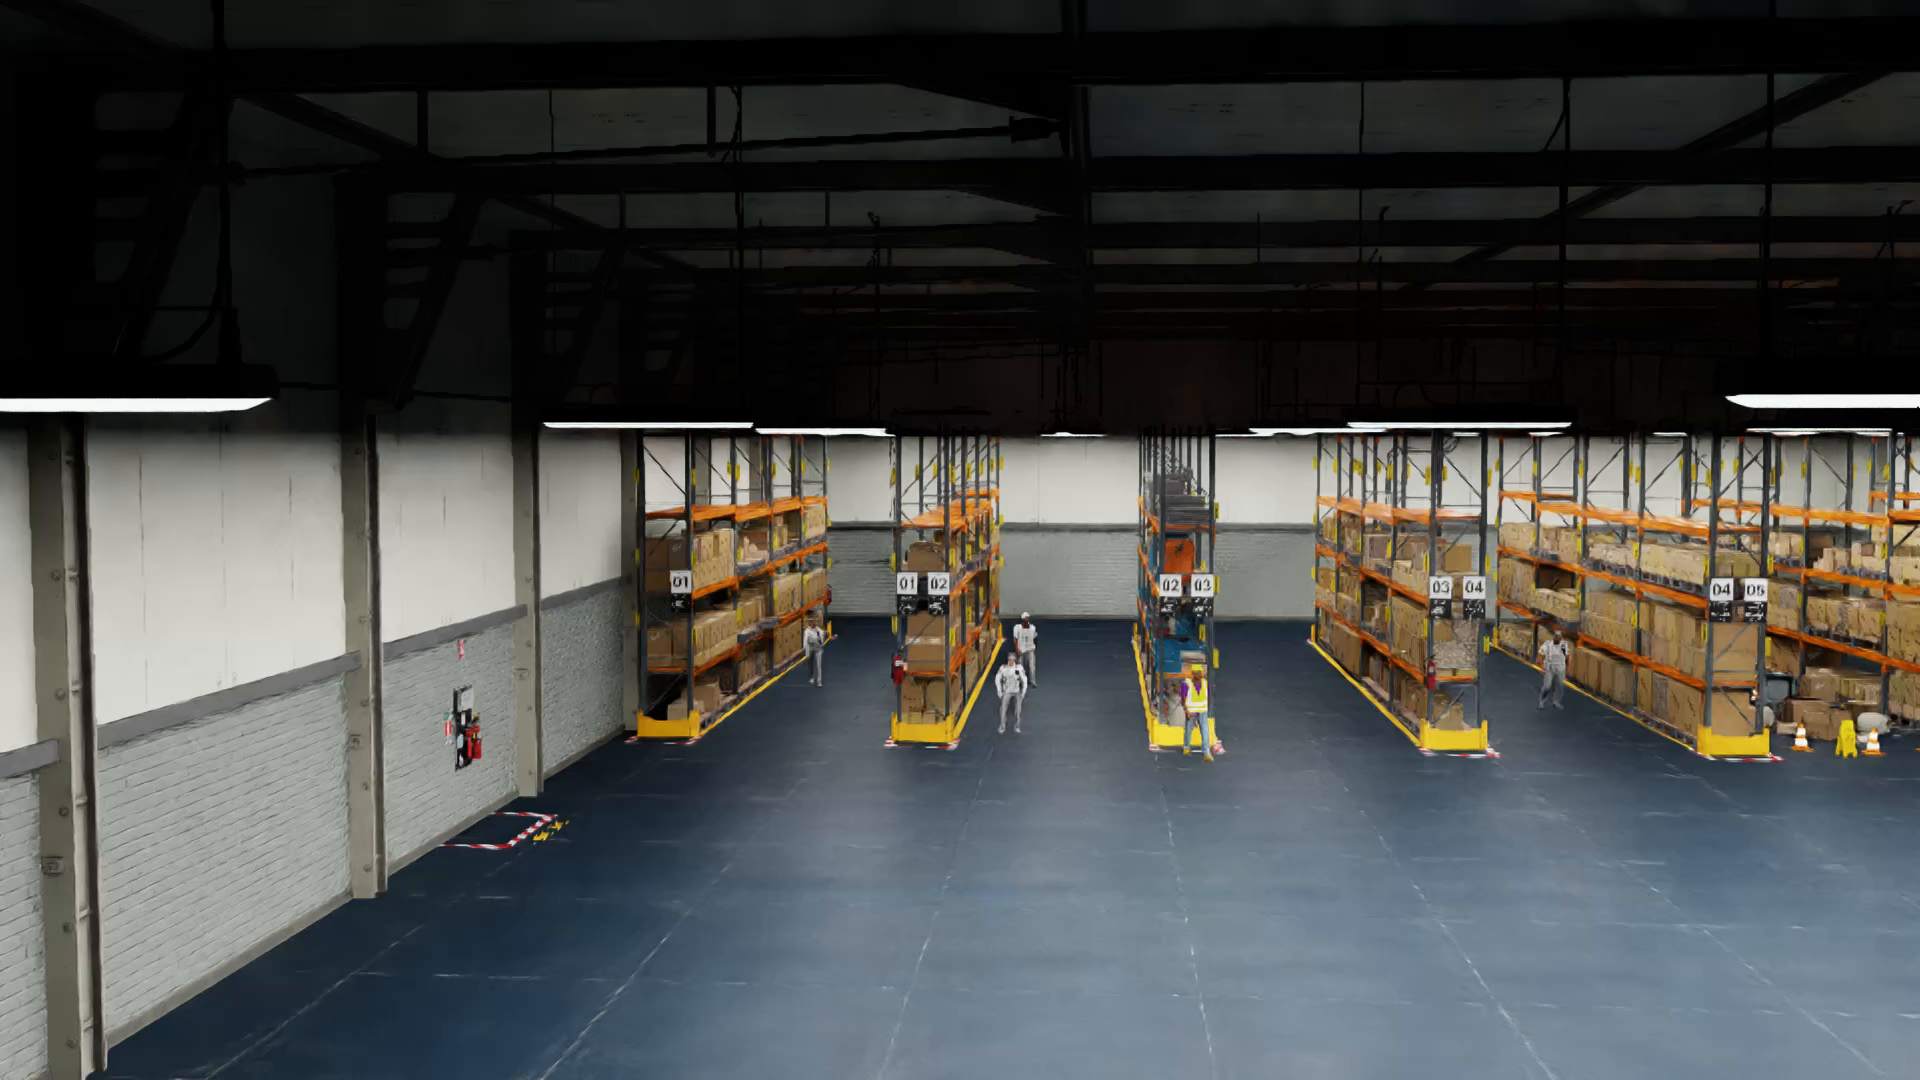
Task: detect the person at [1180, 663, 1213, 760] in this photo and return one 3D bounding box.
[{"bbox_3d":[4.210,3.051,29.712,0.569,1.709,1.035,0,3,-4],"label":"person"}]

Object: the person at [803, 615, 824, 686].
[{"bbox_3d":[-3.404,2.545,38.610,0.483,1.621,0.995,0,3,-4],"label":"person"}]

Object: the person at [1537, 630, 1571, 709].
[{"bbox_3d":[12.582,2.726,35.234,0.682,1.715,0.536,0,3,3],"label":"person"}]

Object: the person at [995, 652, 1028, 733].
[{"bbox_3d":[0.995,2.950,32.277,0.639,1.632,0.512,0,3,3],"label":"person"}]

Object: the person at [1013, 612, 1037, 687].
[{"bbox_3d":[1.504,2.520,38.466,0.571,1.707,1.035,0,3,-4],"label":"person"}]
